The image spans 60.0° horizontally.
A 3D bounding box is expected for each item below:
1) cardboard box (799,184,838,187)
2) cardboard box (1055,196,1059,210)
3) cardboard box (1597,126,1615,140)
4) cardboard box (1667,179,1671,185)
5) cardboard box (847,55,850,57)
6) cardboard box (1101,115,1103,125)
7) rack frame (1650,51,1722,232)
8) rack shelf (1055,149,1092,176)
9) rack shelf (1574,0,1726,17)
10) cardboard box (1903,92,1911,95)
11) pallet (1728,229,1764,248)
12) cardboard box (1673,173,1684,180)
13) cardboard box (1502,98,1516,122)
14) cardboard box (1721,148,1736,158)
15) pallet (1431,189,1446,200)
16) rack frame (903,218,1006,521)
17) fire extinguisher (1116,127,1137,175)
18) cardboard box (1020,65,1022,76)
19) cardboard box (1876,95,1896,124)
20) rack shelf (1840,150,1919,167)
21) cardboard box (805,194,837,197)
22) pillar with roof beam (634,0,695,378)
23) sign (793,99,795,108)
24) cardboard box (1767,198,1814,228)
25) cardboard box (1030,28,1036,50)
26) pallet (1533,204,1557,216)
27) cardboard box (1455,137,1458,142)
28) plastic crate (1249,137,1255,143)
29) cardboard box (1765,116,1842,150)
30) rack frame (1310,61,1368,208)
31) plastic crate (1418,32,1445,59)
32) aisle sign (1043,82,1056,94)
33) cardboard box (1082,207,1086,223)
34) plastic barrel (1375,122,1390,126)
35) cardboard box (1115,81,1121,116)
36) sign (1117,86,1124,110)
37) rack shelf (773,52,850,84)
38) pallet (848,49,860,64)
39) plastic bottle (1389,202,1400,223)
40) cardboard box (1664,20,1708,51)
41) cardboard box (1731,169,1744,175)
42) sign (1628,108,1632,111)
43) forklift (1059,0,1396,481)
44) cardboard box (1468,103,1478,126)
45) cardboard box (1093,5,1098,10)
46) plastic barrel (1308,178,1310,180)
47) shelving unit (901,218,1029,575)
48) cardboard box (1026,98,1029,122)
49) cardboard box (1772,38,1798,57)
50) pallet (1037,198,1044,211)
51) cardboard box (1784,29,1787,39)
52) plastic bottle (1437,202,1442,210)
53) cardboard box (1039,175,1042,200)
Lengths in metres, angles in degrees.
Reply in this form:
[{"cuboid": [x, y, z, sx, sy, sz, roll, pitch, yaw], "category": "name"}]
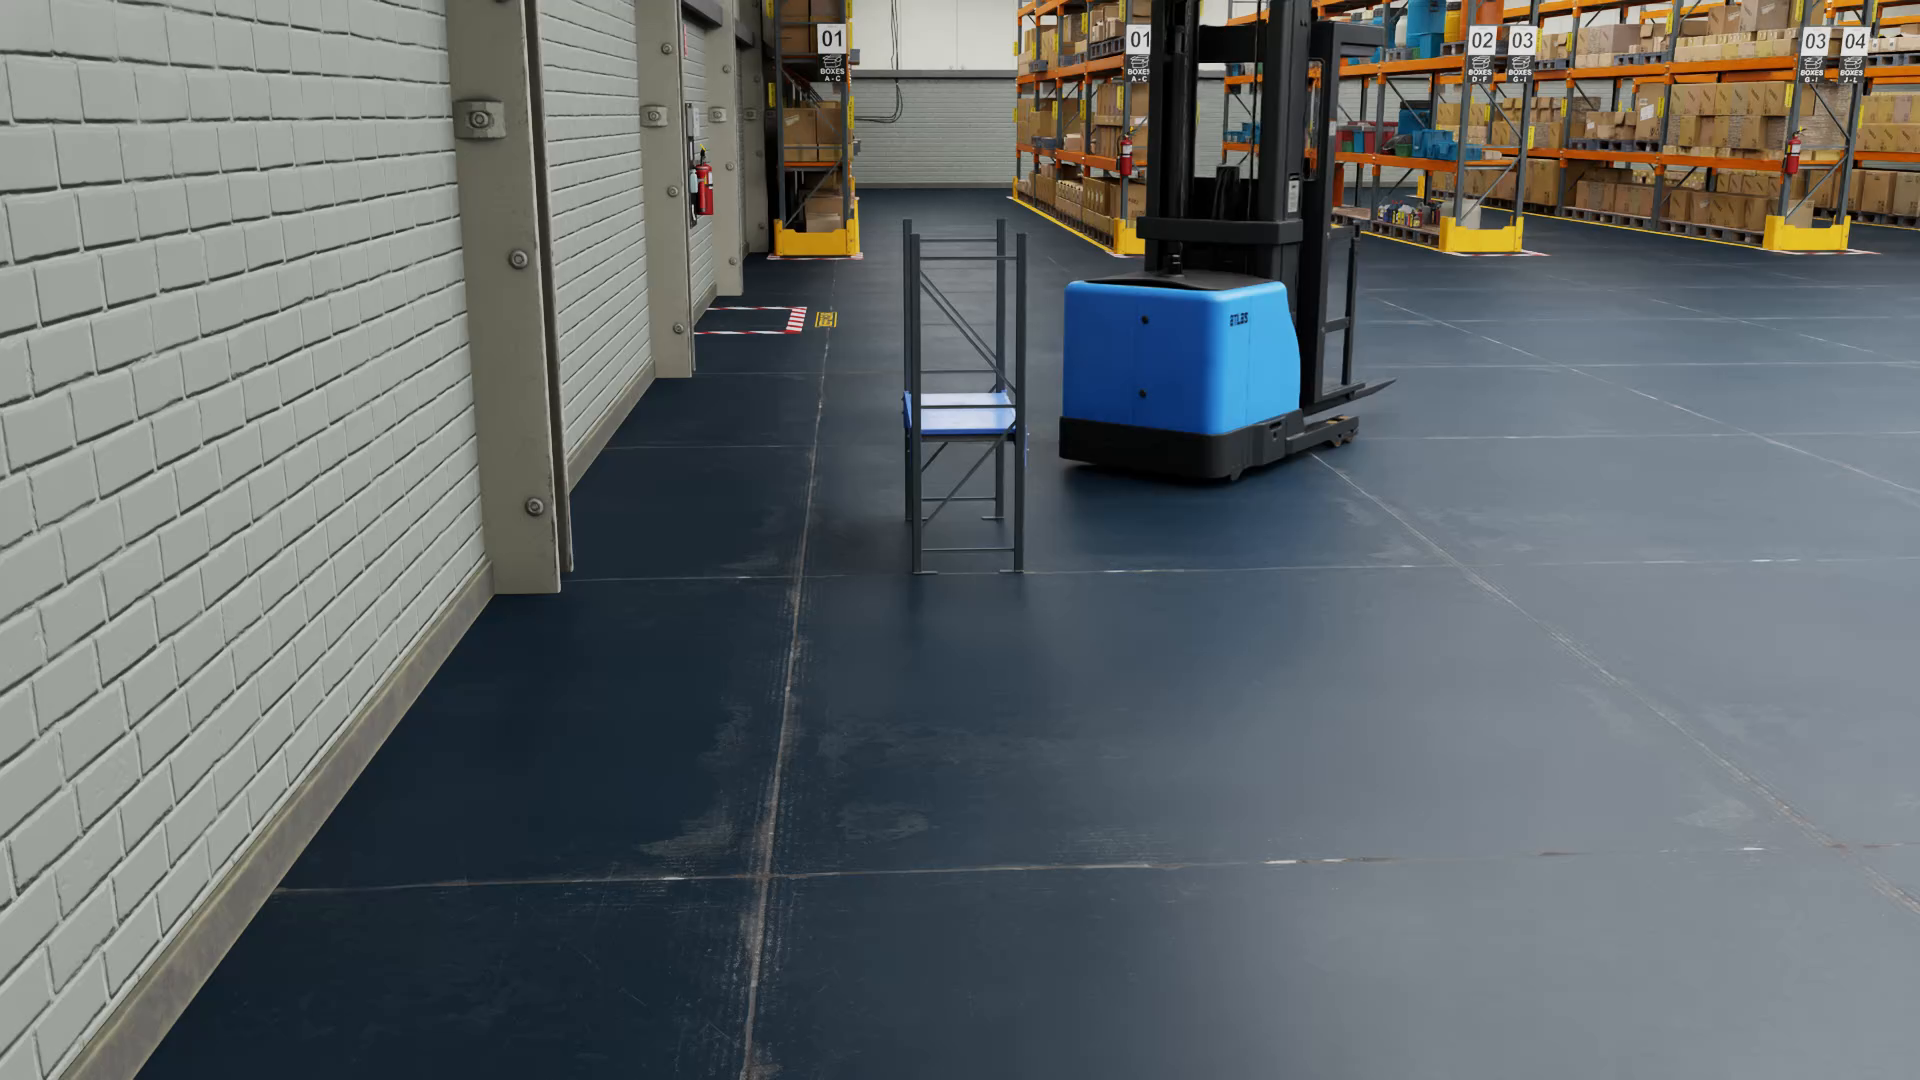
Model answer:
[{"cuboid": [-2.582, -6.272, 30.518, 0.700, 0.500, 0.500, -1, 14, -4], "category": "cardboard box"}, {"cuboid": [2.089, -6.392, 31.526, 0.500, 0.250, 0.500, -1, 14, -4], "category": "cardboard box"}, {"cuboid": [12.111, -7.518, 30.683, 0.500, 0.250, 0.500, -1, 14, -5], "category": "cardboard box"}, {"cuboid": [16.622, -8.288, 38.501, 0.380, 0.149, 0.250, 0, 14, -1], "category": "cardboard box"}, {"cuboid": [-1.904, -7.449, 24.698, 0.500, 0.500, 0.500, 0, 14, -1], "category": "cardboard box"}, {"cuboid": [2.472, -6.761, 26.783, 0.380, 0.149, 0.250, -1, 14, -4], "category": "cardboard box"}, {"cuboid": [12.485, -6.812, 28.484, 1.000, 3.000, 0.127, -1, 14, -3], "category": "rack frame"}, {"cuboid": [2.473, -6.809, 29.916, 1.077, 0.370, 4.000, -1, 14, -3], "category": "rack shelf"}, {"cuboid": [12.361, -9.673, 29.809, 1.077, 0.370, 4.000, -1, 14, -3], "category": "rack shelf"}, {"cuboid": [21.596, -10.066, 37.619, 0.380, 0.149, 0.250, -1, 14, -4], "category": "cardboard box"}, {"cuboid": [12.713, -4.689, 25.826, 1.003, 0.211, 1.213, -1, 14, -3], "category": "pallet"}, {"cuboid": [16.539, -8.305, 37.970, 0.380, 0.149, 0.250, -2, 15, -6], "category": "cardboard box"}, {"cuboid": [12.037, -9.178, 35.462, 0.797, 0.503, 0.637, -1, 14, -5], "category": "cardboard box"}, {"cuboid": [12.311, -6.135, 26.355, 0.380, 0.149, 0.250, -1, 14, -3], "category": "cardboard box"}, {"cuboid": [11.869, -8.249, 39.662, 1.003, 0.211, 1.213, -1, 14, -3], "category": "pallet"}, {"cuboid": [-0.026, -0.832, 8.248, 0.500, 1.500, 0.032, -1, 14, -3], "category": "rack frame"}, {"cuboid": [2.389, -5.592, 23.894, 0.296, 0.674, 0.183, -1, 14, -3], "category": "fire extinguisher"}, {"cuboid": [1.650, -10.769, 38.141, 0.500, 0.250, 0.500, -1, 14, -3], "category": "cardboard box"}, {"cuboid": [17.310, -7.899, 30.500, 0.700, 0.500, 0.500, -1, 14, -4], "category": "cardboard box"}, {"cuboid": [17.318, -7.013, 30.707, 1.077, 0.370, 4.000, -1, 14, -3], "category": "rack shelf"}, {"cuboid": [-2.242, -5.328, 26.848, 0.500, 0.500, 0.500, -2, 15, -8], "category": "cardboard box"}, {"cuboid": [2.035, -5.736, 12.262, 9.100, 9.000, 0.400, -1, 14, -3], "category": "pillar with roof beam"}, {"cuboid": [-3.148, -8.129, 31.278, 0.100, 0.325, 0.005, -1, 14, -3], "category": "sign"}, {"cuboid": [12.711, -4.966, 25.481, 0.500, 0.500, 0.500, 2, 15, 7], "category": "cardboard box"}, {"cuboid": [1.924, -11.129, 37.032, 0.700, 0.500, 0.500, -1, 14, -3], "category": "cardboard box"}, {"cuboid": [12.263, -6.654, 33.464, 1.003, 0.211, 1.213, -1, 14, -3], "category": "pallet"}, {"cuboid": [11.549, -9.134, 38.011, 0.380, 0.149, 0.250, -1, 14, -3], "category": "cardboard box"}, {"cuboid": [6.708, -8.896, 37.012, 0.437, 0.125, 0.590, -1, 14, -3], "category": "plastic crate"}, {"cuboid": [12.726, -6.147, 25.101, 0.875, 0.500, 0.500, -1, 14, -3], "category": "cardboard box"}, {"cuboid": [7.294, -7.731, 32.053, 1.000, 3.000, 0.127, -1, 14, -3], "category": "rack frame"}, {"cuboid": [7.371, -7.656, 25.774, 0.392, 0.384, 0.575, -1, 14, -3], "category": "plastic crate"}, {"cuboid": [2.155, -10.926, 39.253, 0.394, 0.787, 0.004, -1, 14, -3], "category": "aisle sign"}, {"cuboid": [2.323, -5.412, 27.717, 0.500, 0.250, 0.500, -1, 14, -3], "category": "cardboard box"}, {"cuboid": [7.656, -7.226, 29.817, 0.433, 0.535, 0.433, 0, 14, 0], "category": "plastic barrel"}, {"cuboid": [2.756, -6.728, 25.351, 0.700, 0.500, 0.500, -1, 14, -3], "category": "cardboard box"}, {"cuboid": [2.303, -6.336, 23.834, 0.100, 0.325, 0.005, -1, 14, -3], "category": "sign"}, {"cuboid": [-2.223, -7.190, 25.375, 1.077, 0.370, 4.000, -1, 14, -3], "category": "rack shelf"}, {"cuboid": [-2.279, -8.100, 27.845, 1.213, 0.211, 1.003, -1, 14, -3], "category": "pallet"}, {"cuboid": [7.189, -5.412, 27.474, 0.144, 0.351, 0.185, -1, 15, -6], "category": "plastic bottle"}, {"cuboid": [12.554, -8.637, 28.505, 0.797, 0.503, 0.637, -2, 15, -6], "category": "cardboard box"}, {"cuboid": [16.763, -7.889, 35.338, 0.500, 0.250, 0.500, 0, 14, -2], "category": "cardboard box"}, {"cuboid": [16.156, -10.259, 40.142, 0.100, 0.325, 0.005, -1, 14, -3], "category": "sign"}, {"cuboid": [1.844, -2.055, 10.131, 1.130, 2.935, 3.031, 10, 18, 35], "category": "forklift"}, {"cuboid": [11.667, -9.472, 37.018, 0.500, 0.500, 0.500, -1, 14, -3], "category": "cardboard box"}, {"cuboid": [2.540, -8.902, 28.540, 0.500, 0.500, 0.500, 1, 14, 2], "category": "cardboard box"}, {"cuboid": [7.122, -6.990, 33.323, 0.421, 0.512, 0.421, 0, 14, 0], "category": "plastic barrel"}, {"cuboid": [0.005, -0.705, 7.757, 0.538, 1.500, 1.048, -1, 14, -3], "category": "shelving unit"}, {"cuboid": [1.746, -9.557, 36.944, 0.500, 0.500, 0.500, -1, 14, -3], "category": "cardboard box"}, {"cuboid": [12.449, -7.314, 24.713, 0.500, 0.250, 0.500, -1, 14, -2], "category": "cardboard box"}, {"cuboid": [2.190, -7.098, 35.189, 1.003, 0.211, 1.213, -1, 14, -3], "category": "pallet"}, {"cuboid": [12.505, -7.522, 24.721, 0.380, 0.149, 0.250, -1, 14, -5], "category": "cardboard box"}, {"cuboid": [7.901, -5.382, 27.359, 0.144, 0.351, 0.185, -1, 14, -4], "category": "plastic bottle"}, {"cuboid": [1.933, -7.396, 34.885, 0.500, 0.500, 0.500, -1, 14, -3], "category": "cardboard box"}]
